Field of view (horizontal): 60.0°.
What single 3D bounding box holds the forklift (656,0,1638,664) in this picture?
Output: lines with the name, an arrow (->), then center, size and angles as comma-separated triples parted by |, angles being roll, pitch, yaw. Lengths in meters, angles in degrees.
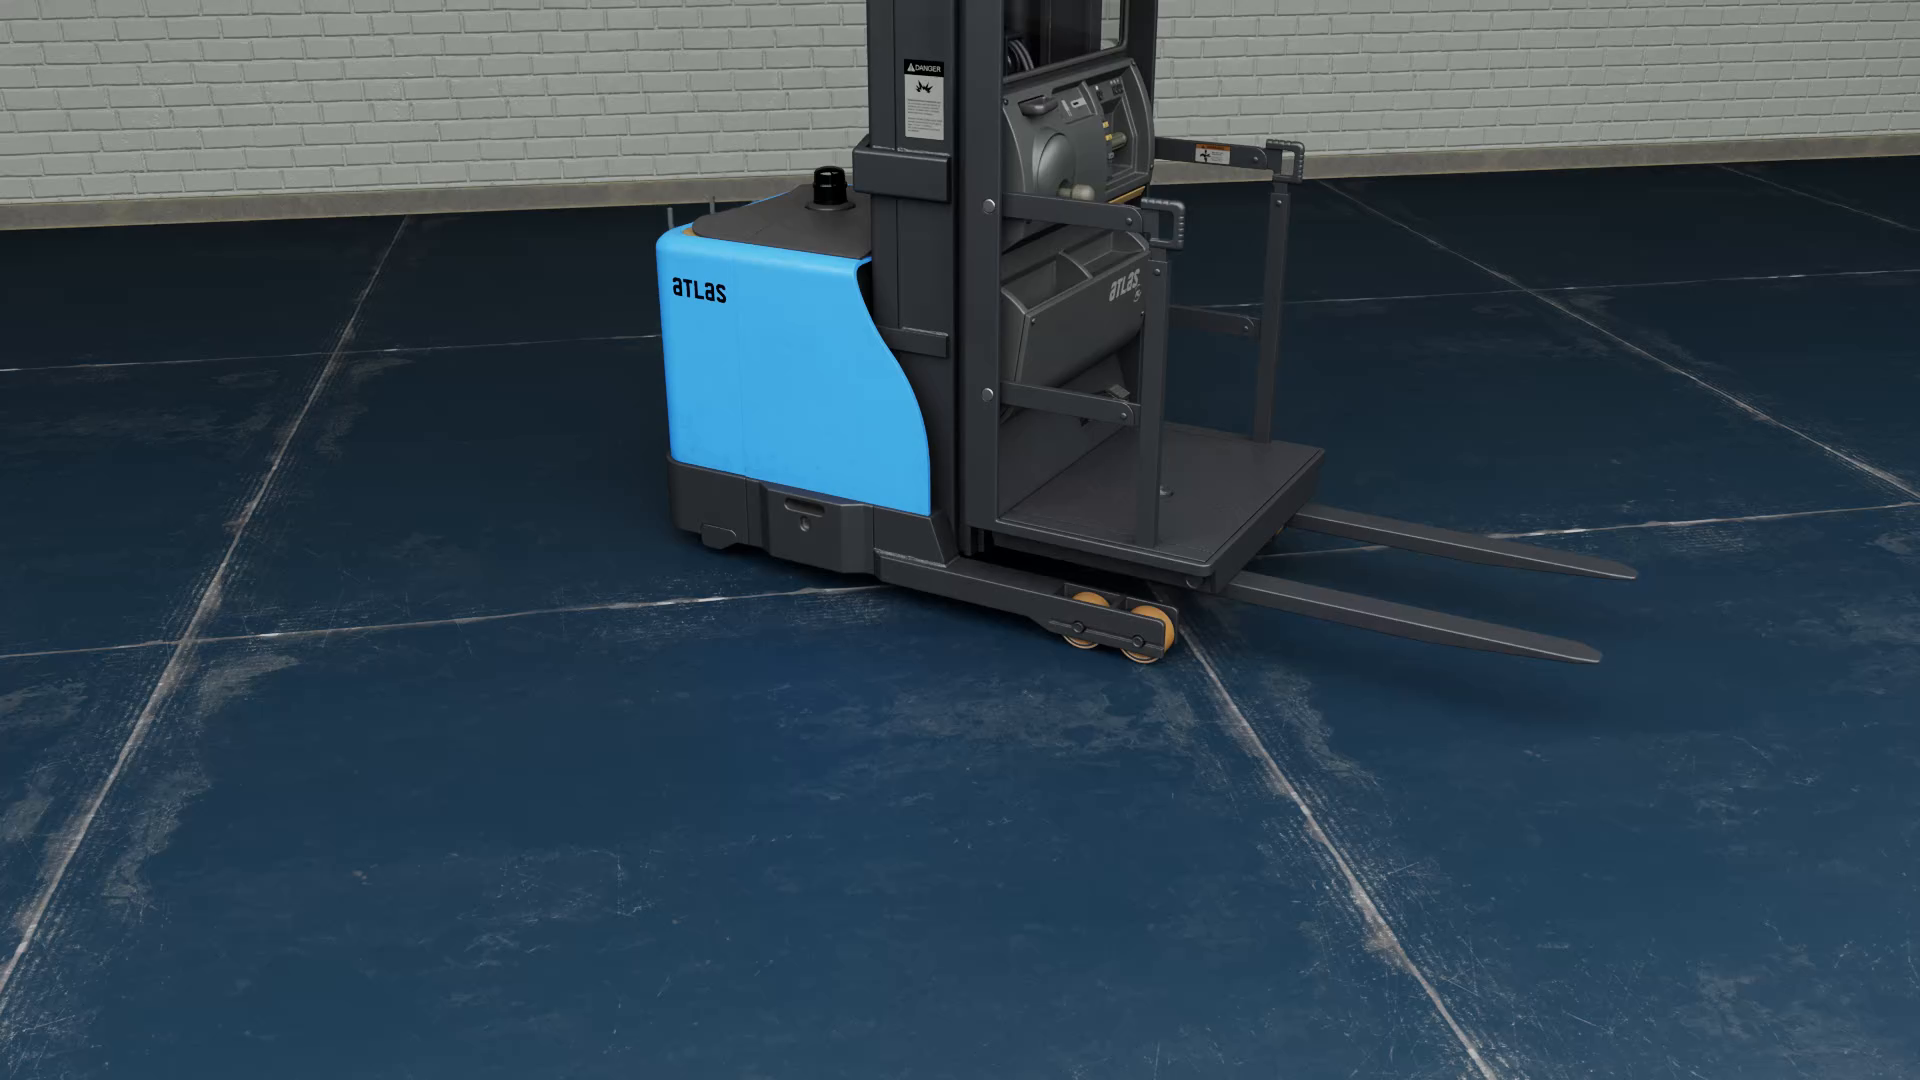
forklift -> 0.546, -1.222, 4.886 | 3.031, 2.935, 1.130 | 13, 27, 26

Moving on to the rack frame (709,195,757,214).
rack frame -> -0.808, -0.737, 6.125 | 0.200, 1.050, 0.008 | 12, 26, 26

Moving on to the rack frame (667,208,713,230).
rack frame -> -0.924, -0.651, 5.928 | 0.200, 1.050, 0.008 | 12, 26, 26

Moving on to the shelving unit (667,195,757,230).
shelving unit -> -0.866, -0.694, 6.027 | 0.215, 1.050, 0.252 | 12, 26, 26
